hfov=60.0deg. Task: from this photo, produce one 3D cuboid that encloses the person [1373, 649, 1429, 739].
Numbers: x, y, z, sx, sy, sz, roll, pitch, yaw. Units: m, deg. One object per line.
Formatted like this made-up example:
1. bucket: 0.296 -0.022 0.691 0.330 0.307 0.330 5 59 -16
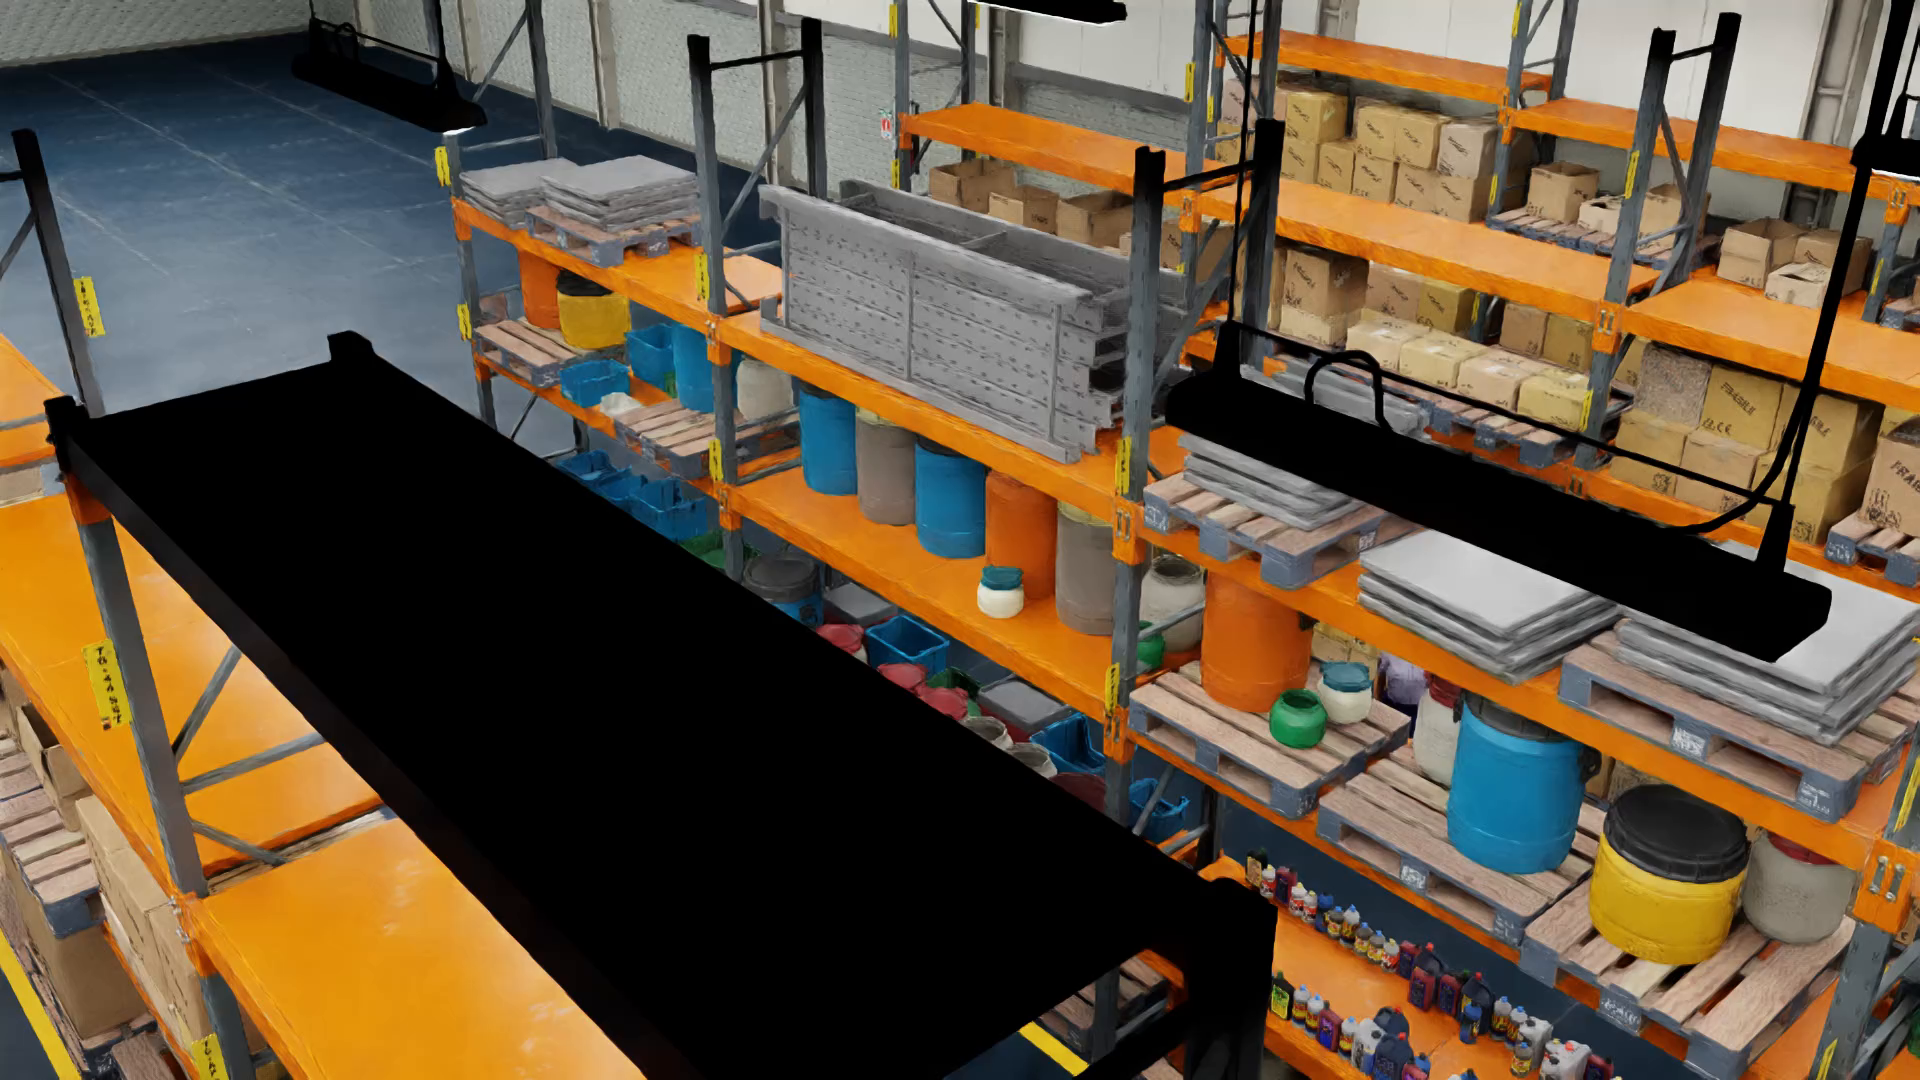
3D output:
1. person: 3.496 1.359 13.072 0.533 1.642 0.429 9 28 16
